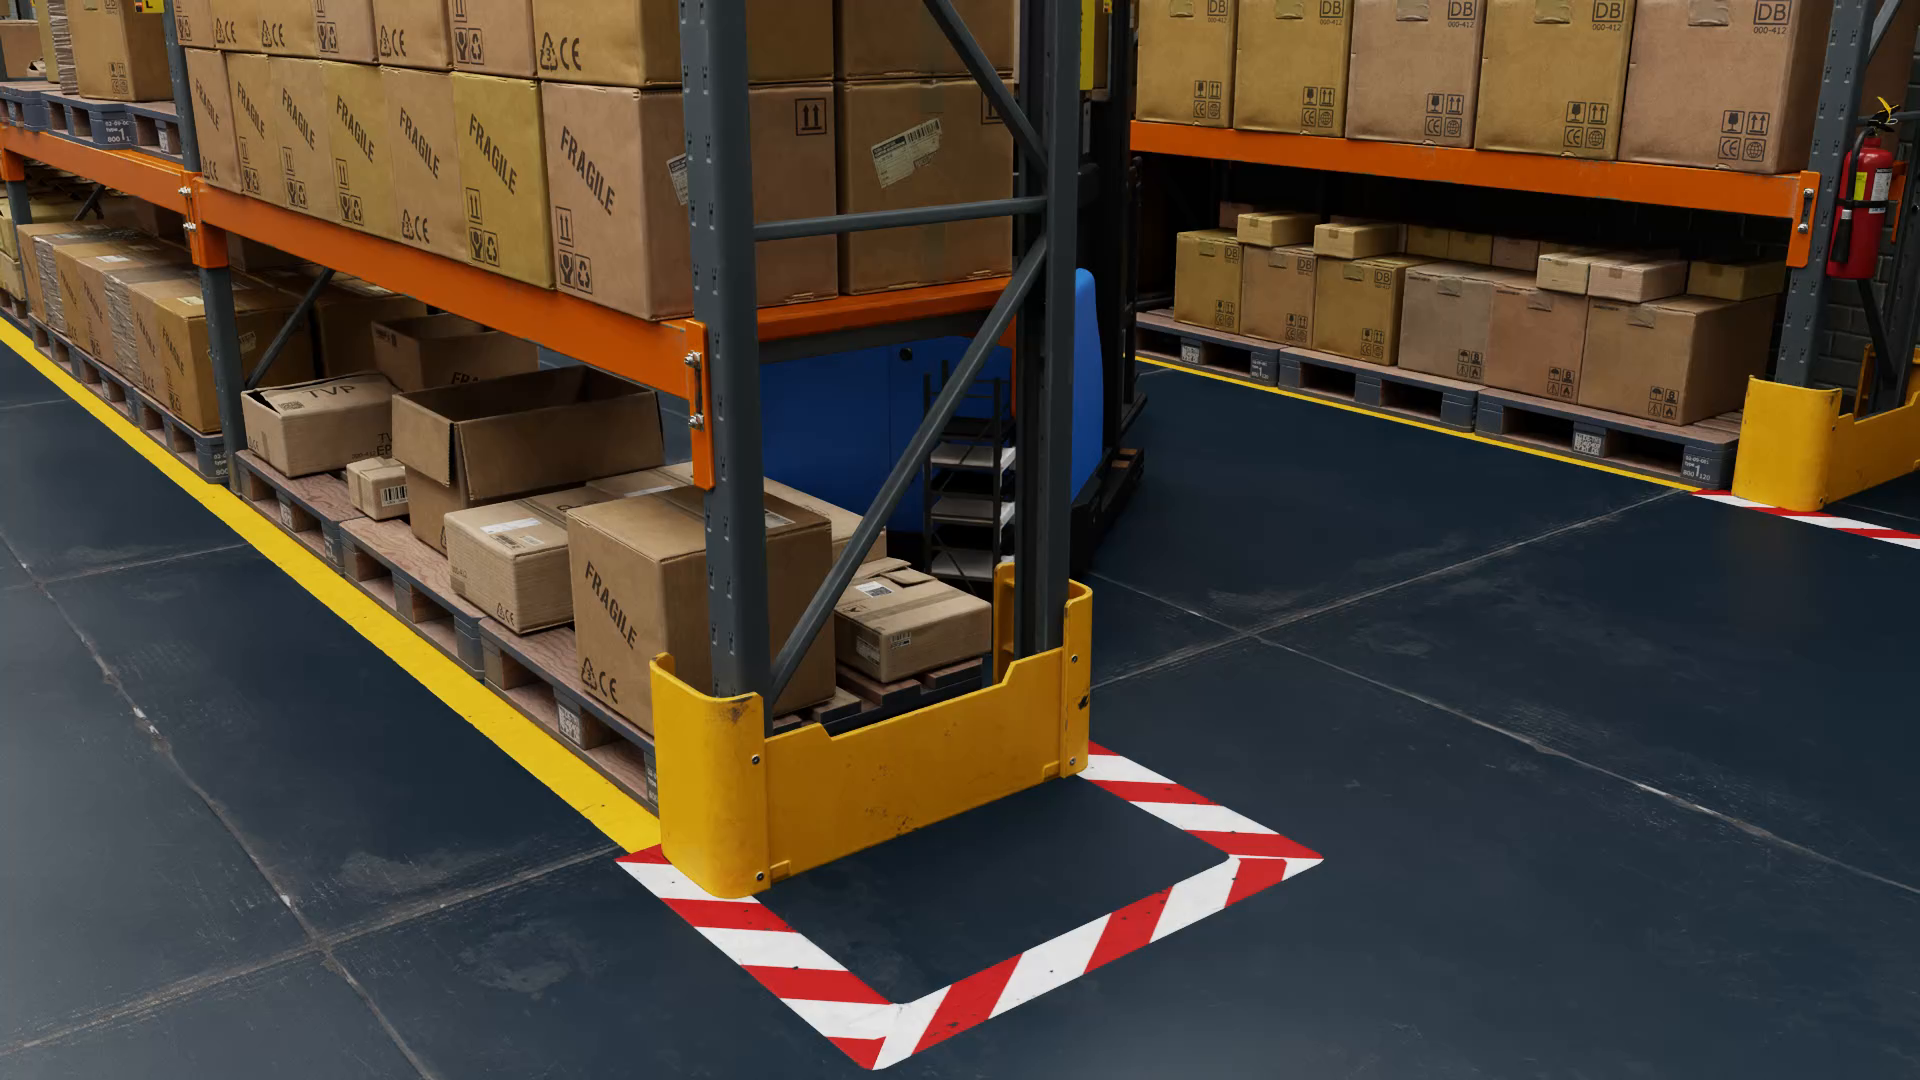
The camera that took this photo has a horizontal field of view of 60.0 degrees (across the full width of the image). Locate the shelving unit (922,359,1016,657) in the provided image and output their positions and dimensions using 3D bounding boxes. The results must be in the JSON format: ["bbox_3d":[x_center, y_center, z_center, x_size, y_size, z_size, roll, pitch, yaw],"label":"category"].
[{"bbox_3d":[0.033,-0.099,5.229,0.258,0.900,0.210,5,19,14],"label":"shelving unit"}]

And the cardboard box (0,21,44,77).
[{"bbox_3d":[-6.165,-3.150,10.946,0.500,0.500,0.500,-16,24,-39],"label":"cardboard box"}]

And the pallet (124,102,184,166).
[{"bbox_3d":[-3.038,-1.834,7.435,1.003,0.211,1.213,-14,23,-36],"label":"pallet"}]

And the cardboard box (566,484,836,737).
[{"bbox_3d":[-0.674,0.171,4.352,0.500,0.500,0.500,-14,23,-36],"label":"cardboard box"}]

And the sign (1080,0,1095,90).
[{"bbox_3d":[0.282,-1.238,3.953,0.100,0.325,0.005,-14,23,-36],"label":"sign"}]

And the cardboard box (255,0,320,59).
[{"bbox_3d":[-1.916,-1.804,5.290,0.500,0.500,0.500,-15,23,-38],"label":"cardboard box"}]

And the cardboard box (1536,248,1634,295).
[{"bbox_3d":[2.842,-1.222,7.556,0.380,0.149,0.250,-13,22,-35],"label":"cardboard box"}]

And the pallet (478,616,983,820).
[{"bbox_3d":[-0.687,0.388,4.857,1.003,0.211,1.213,-14,23,-36],"label":"pallet"}]

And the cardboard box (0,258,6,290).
[{"bbox_3d":[-5.951,-1.795,10.718,0.500,0.250,0.500,-14,23,-37],"label":"cardboard box"}]

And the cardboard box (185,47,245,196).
[{"bbox_3d":[-2.524,-1.576,6.190,0.500,0.500,0.500,-13,22,-35],"label":"cardboard box"}]

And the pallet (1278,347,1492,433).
[{"bbox_3d":[2.426,-0.847,8.586,1.003,0.211,1.213,-14,23,-36],"label":"pallet"}]

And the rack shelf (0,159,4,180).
[{"bbox_3d":[-6.353,-2.844,11.324,1.077,0.370,4.000,-14,23,-36],"label":"rack shelf"}]

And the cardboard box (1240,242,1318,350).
[{"bbox_3d":[1.947,-1.359,9.002,0.700,0.500,0.500,-14,23,-37],"label":"cardboard box"}]

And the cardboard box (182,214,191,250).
[{"bbox_3d":[-3.669,-1.622,8.572,0.500,0.250,0.500,-15,23,-37],"label":"cardboard box"}]

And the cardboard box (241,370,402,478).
[{"bbox_3d":[-2.536,-0.494,6.659,0.500,0.311,0.500,-14,23,-36],"label":"cardboard box"}]

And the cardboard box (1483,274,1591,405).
[{"bbox_3d":[2.913,-0.978,7.853,0.700,0.500,0.500,-14,23,-36],"label":"cardboard box"}]

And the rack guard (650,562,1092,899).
[{"bbox_3d":[-0.191,0.447,4.219,1.175,0.500,0.348,-14,23,-36],"label":"rack guard"}]

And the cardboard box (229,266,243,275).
[{"bbox_3d":[-3.381,-1.150,8.340,0.500,0.500,0.500,-14,23,-35],"label":"cardboard box"}]

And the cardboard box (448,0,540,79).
[{"bbox_3d":[-0.950,-1.424,4.141,0.500,0.500,0.500,-13,22,-35],"label":"cardboard box"}]

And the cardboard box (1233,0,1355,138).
[{"bbox_3d":[2.027,-2.499,8.661,0.980,0.700,0.700,-15,23,-37],"label":"cardboard box"}]

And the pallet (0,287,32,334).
[{"bbox_3d":[-5.591,-1.579,10.796,1.003,0.211,1.213,-14,23,-36],"label":"pallet"}]

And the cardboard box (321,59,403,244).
[{"bbox_3d":[-1.578,-1.201,5.060,0.500,0.500,0.500,-14,23,-37],"label":"cardboard box"}]

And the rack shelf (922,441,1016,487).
[{"bbox_3d":[0.033,-0.238,5.183,0.258,0.077,0.200,5,19,14],"label":"rack shelf"}]

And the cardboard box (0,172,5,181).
[{"bbox_3d":[-6.904,-2.436,11.763,0.500,0.311,0.500,-15,23,-38],"label":"cardboard box"}]

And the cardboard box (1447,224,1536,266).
[{"bbox_3d":[2.670,-1.483,8.346,0.380,0.149,0.250,-14,23,-36],"label":"cardboard box"}]

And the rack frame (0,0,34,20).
[{"bbox_3d":[-7.594,-3.678,12.699,1.000,3.000,0.127,-14,23,-36],"label":"rack frame"}]

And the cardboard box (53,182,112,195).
[{"bbox_3d":[-5.853,-2.293,11.330,0.500,0.311,0.500,-15,23,-38],"label":"cardboard box"}]

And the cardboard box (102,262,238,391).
[{"bbox_3d":[-3.770,-1.042,8.014,0.500,0.500,0.500,-14,23,-35],"label":"cardboard box"}]

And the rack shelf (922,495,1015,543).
[{"bbox_3d":[0.033,-0.067,5.240,0.258,0.077,0.200,5,19,14],"label":"rack shelf"}]

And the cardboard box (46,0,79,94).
[{"bbox_3d":[-4.213,-2.544,8.445,0.700,0.500,0.500,-9,20,-26],"label":"cardboard box"}]

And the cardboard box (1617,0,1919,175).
[{"bbox_3d":[3.413,-1.955,7.018,0.980,0.700,0.700,-13,22,-34],"label":"cardboard box"}]

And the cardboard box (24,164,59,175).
[{"bbox_3d":[-6.790,-2.668,12.461,0.500,0.311,0.500,-13,22,-35],"label":"cardboard box"}]

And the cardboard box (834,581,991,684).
[{"bbox_3d":[-0.134,0.253,4.662,0.380,0.149,0.250,-14,23,-36],"label":"cardboard box"}]

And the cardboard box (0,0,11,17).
[{"bbox_3d":[-7.609,-4.138,12.895,0.380,0.149,0.250,-14,23,-36],"label":"cardboard box"}]

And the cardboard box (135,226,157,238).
[{"bbox_3d":[-4.346,-1.530,9.488,0.500,0.500,0.500,-13,22,-34],"label":"cardboard box"}]

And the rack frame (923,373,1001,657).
[{"bbox_3d":[0.006,-0.068,5.136,0.240,0.900,0.006,5,19,14],"label":"rack frame"}]

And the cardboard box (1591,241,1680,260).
[{"bbox_3d":[3.143,-1.296,7.780,0.380,0.149,0.250,-14,23,-36],"label":"cardboard box"}]

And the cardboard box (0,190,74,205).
[{"bbox_3d":[-5.957,-2.061,10.628,0.500,0.311,0.500,-14,23,-37],"label":"cardboard box"}]

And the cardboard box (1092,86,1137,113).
[{"bbox_3d":[0.822,-2.593,9.789,0.380,0.149,0.250,-14,23,-36],"label":"cardboard box"}]

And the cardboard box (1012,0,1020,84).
[{"bbox_3d":[0.445,-3.061,10.171,0.500,0.500,0.500,-14,23,-36],"label":"cardboard box"}]

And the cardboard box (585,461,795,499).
[{"bbox_3d":[-0.880,-0.061,5.448,0.500,0.250,0.500,-14,23,-36],"label":"cardboard box"}]

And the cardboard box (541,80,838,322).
[{"bbox_3d":[-0.635,-0.826,3.926,0.500,0.500,0.500,-13,22,-34],"label":"cardboard box"}]

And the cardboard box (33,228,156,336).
[{"bbox_3d":[-4.723,-1.419,9.153,0.500,0.500,0.500,-15,24,-38],"label":"cardboard box"}]

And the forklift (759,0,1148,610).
[{"bbox_3d":[0.159,-1.581,6.473,1.130,2.935,3.031,5,19,14],"label":"forklift"}]

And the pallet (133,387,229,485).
[{"bbox_3d":[-3.162,-0.576,7.767,1.003,0.211,1.213,-14,23,-36],"label":"pallet"}]

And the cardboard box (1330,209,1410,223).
[{"bbox_3d":[2.196,-1.671,8.915,0.380,0.149,0.250,-15,23,-38],"label":"cardboard box"}]

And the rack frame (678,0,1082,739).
[{"bbox_3d":[-0.144,-0.721,3.769,1.000,3.000,0.127,-14,23,-36],"label":"rack frame"}]
